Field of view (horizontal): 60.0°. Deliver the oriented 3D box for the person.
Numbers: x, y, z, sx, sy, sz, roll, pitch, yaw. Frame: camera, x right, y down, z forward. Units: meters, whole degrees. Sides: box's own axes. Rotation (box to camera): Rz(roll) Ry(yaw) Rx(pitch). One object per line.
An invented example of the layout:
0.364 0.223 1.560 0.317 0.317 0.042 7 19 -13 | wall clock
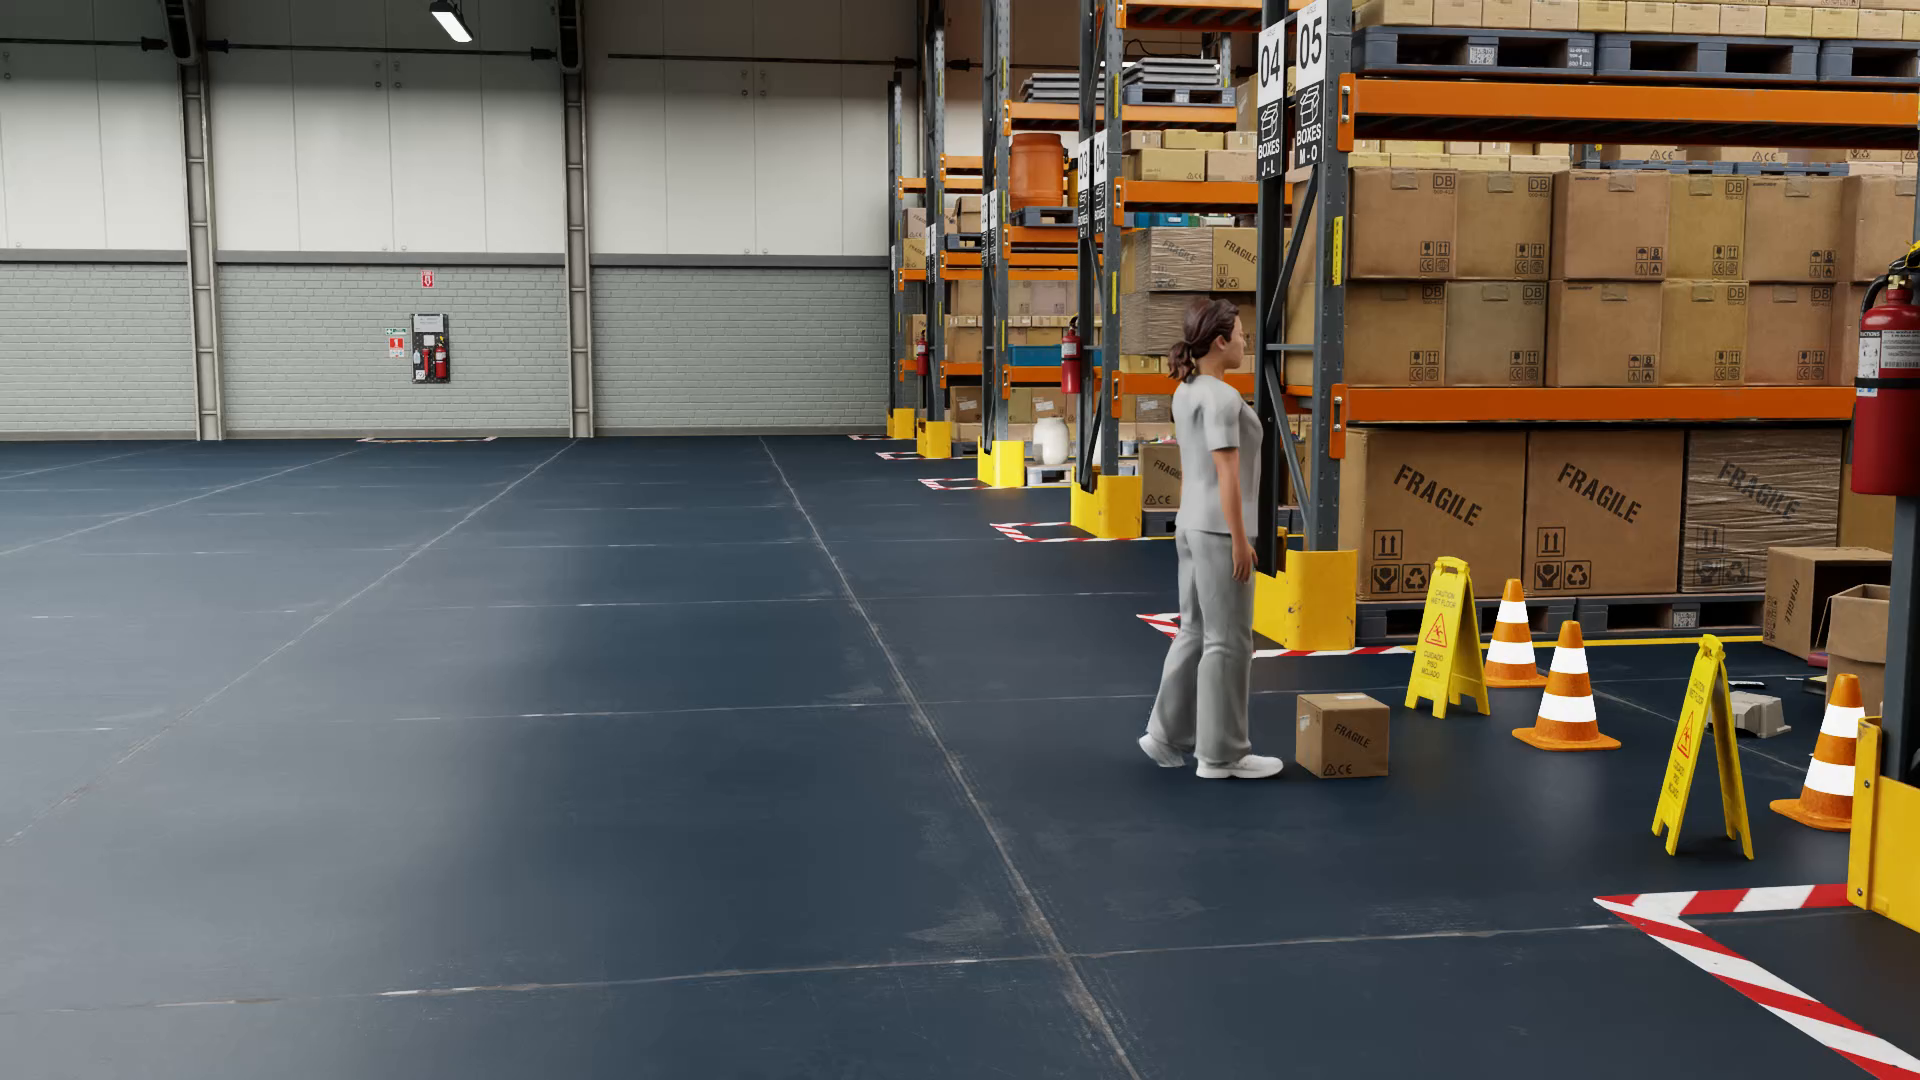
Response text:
0.898 0.040 5.813 0.467 1.750 0.446 -1 7 -8 | person
